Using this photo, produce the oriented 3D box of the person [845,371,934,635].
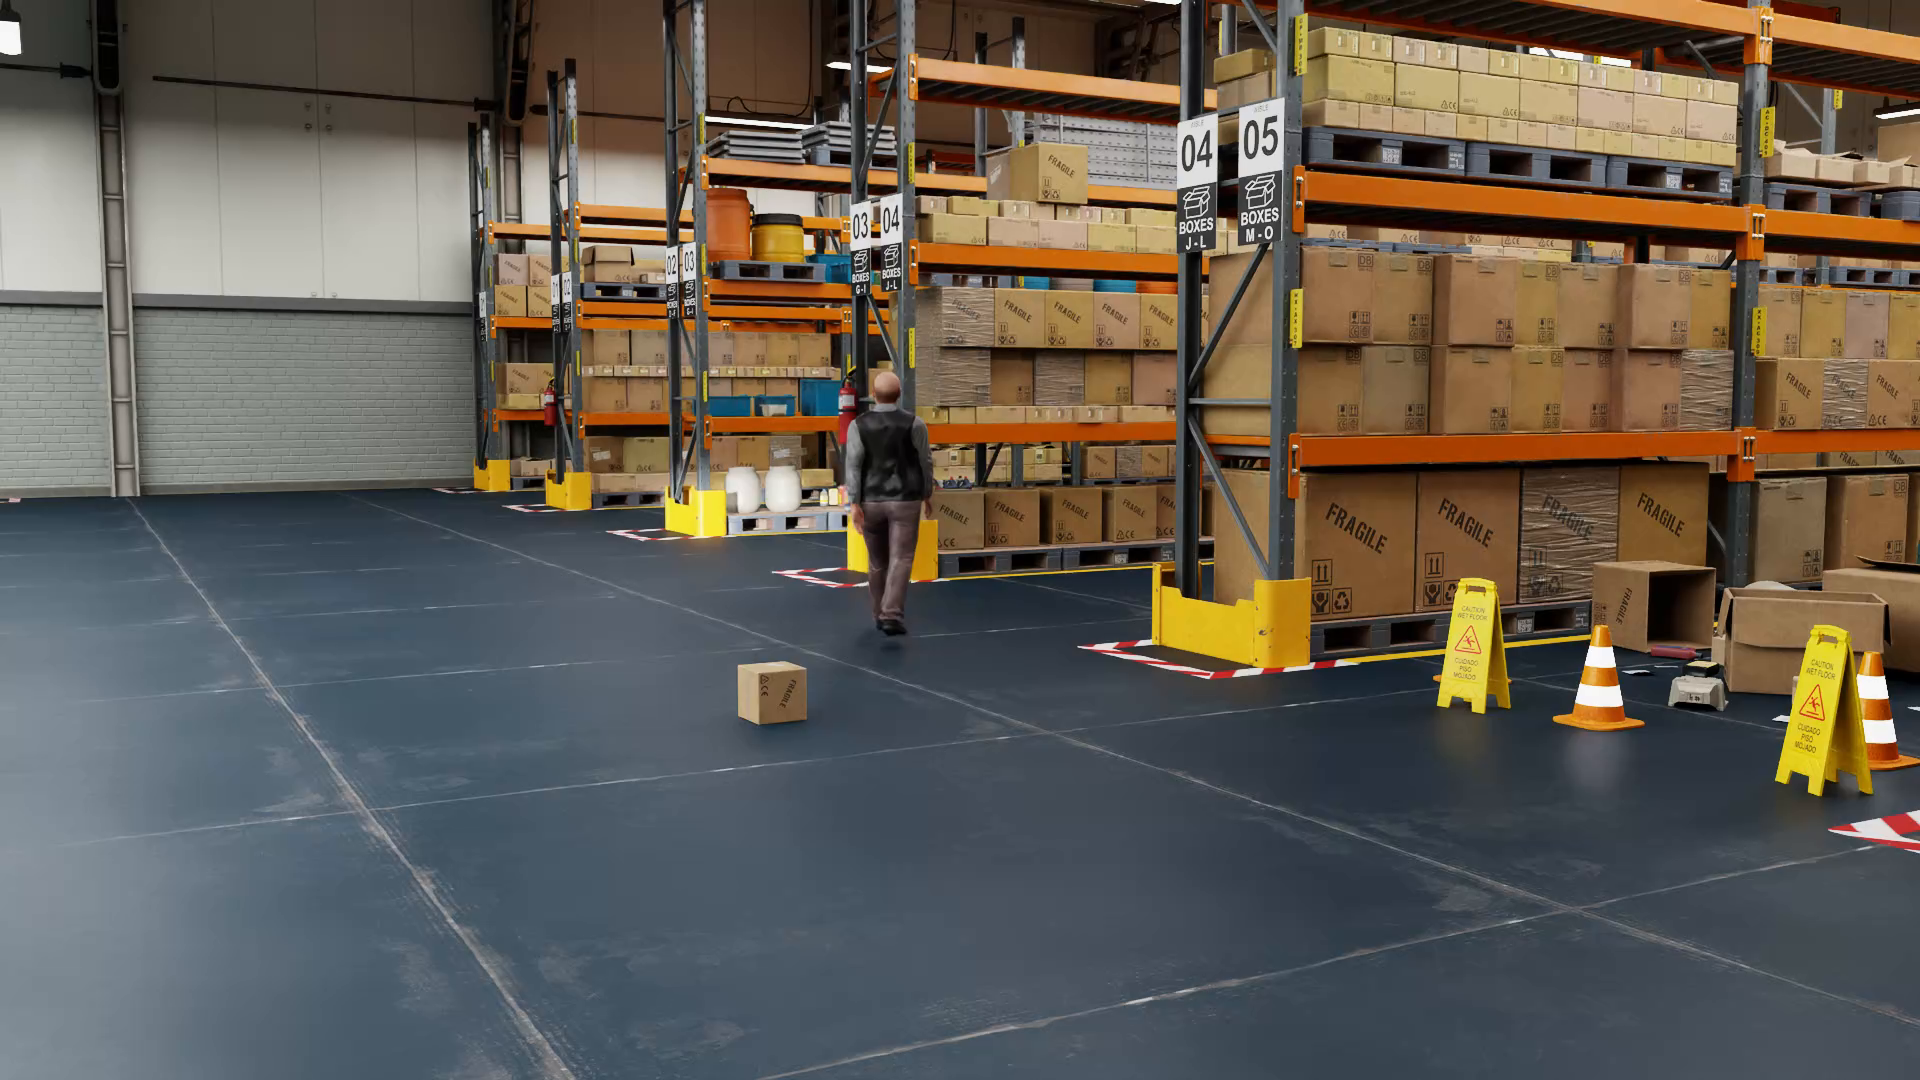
[{"bbox_3d":[-0.434,-0.227,10.541,0.535,1.675,1.030,1,5,9],"label":"person"}]
